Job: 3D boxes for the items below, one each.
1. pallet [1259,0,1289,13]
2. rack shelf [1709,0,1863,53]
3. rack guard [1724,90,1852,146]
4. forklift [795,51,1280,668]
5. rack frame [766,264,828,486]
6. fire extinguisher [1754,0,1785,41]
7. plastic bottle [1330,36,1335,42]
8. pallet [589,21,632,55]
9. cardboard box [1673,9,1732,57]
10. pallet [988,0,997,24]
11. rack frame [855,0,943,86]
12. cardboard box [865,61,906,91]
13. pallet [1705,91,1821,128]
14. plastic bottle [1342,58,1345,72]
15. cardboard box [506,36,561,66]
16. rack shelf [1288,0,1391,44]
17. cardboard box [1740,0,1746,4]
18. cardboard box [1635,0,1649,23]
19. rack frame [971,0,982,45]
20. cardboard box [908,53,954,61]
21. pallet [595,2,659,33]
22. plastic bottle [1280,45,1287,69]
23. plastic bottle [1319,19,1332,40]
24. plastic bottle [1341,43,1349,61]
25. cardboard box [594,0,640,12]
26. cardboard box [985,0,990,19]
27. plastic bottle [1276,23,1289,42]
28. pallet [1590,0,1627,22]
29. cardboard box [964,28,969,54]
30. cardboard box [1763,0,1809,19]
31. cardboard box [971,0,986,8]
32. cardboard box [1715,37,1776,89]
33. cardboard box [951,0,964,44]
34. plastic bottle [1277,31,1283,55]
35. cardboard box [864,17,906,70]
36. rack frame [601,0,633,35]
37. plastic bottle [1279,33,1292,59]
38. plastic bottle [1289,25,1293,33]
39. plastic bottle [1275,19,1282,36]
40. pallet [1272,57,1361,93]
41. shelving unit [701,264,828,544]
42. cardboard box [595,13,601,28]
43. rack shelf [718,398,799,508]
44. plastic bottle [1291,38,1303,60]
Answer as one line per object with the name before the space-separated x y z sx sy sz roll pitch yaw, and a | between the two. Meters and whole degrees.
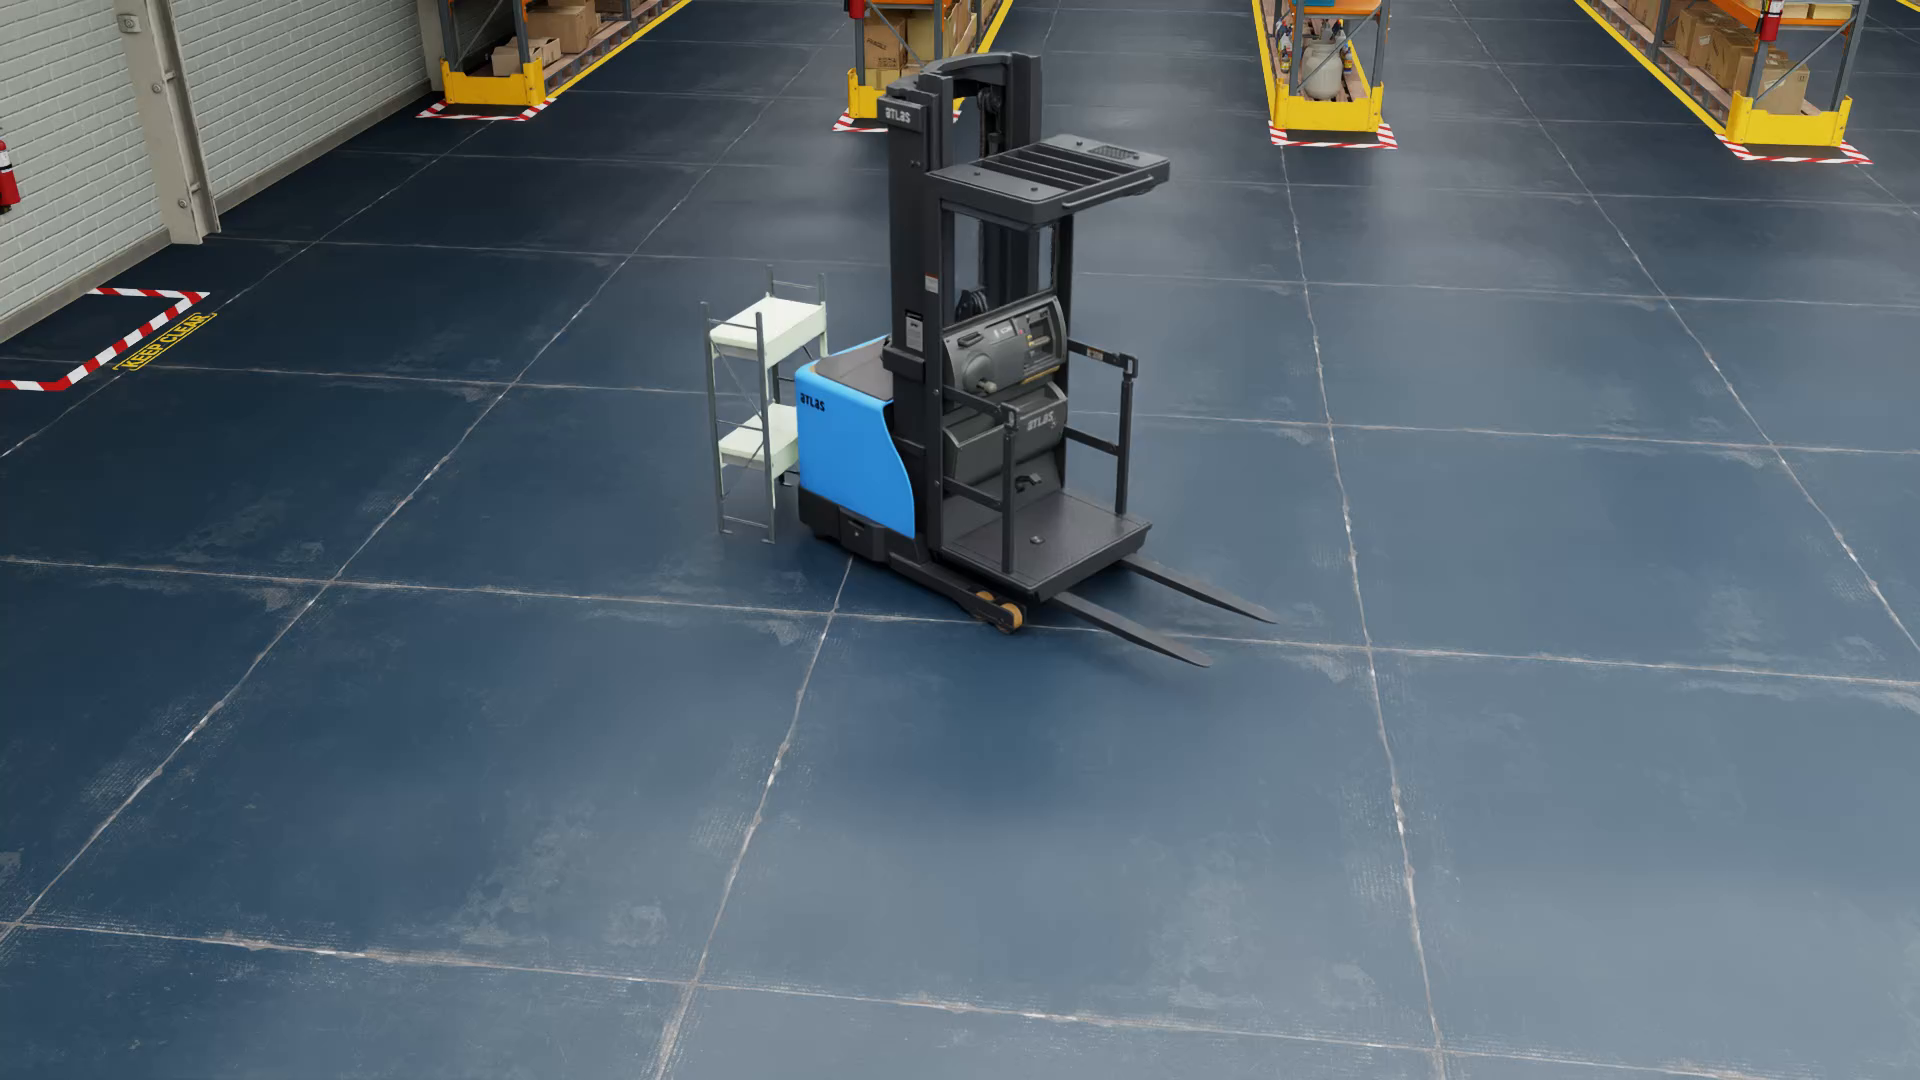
pallet | 5.063 -8.188 25.227 1.003 0.211 1.213 3 28 6
rack shelf | 9.377 -6.350 19.632 1.077 0.370 4.000 3 28 6
rack guard | 9.141 -4.660 18.373 1.175 0.500 0.348 3 28 6
forklift | 0.411 -1.050 9.108 3.031 2.935 1.130 24 37 38
rack frame | -1.008 -0.994 10.513 0.400 1.500 0.023 12 31 22
fire extinguisher | 8.661 -5.664 17.682 0.296 0.674 0.183 3 28 6
plastic bottle | 4.721 -6.261 21.109 0.061 0.283 0.133 3 28 6
pallet | -5.173 -6.926 22.882 1.003 0.211 1.213 3 28 6
cardboard box | 9.533 -6.506 21.357 0.500 0.500 0.500 3 28 5
pallet | -0.011 -7.883 24.659 1.003 0.211 1.213 3 28 6
rack frame | -0.699 -6.302 18.786 1.000 3.000 0.127 3 28 6
cardboard box | -0.927 -5.546 19.839 0.500 0.250 0.500 3 28 6
pallet | 9.276 -4.913 19.148 1.003 0.211 1.213 3 28 6
plastic bottle | 4.760 -5.859 20.448 0.097 0.201 0.097 0 28 0
cardboard box | -5.372 -6.187 20.943 0.500 0.311 0.500 6 29 10
rack shelf | 4.461 -6.637 20.166 1.077 0.370 4.000 3 28 6
cardboard box | 9.019 -6.116 18.704 0.380 0.149 0.250 3 28 6
cardboard box | 9.864 -7.476 23.135 0.700 0.500 0.500 1 28 2
rack frame | -0.209 -8.185 22.281 1.000 3.000 0.127 3 28 6
cardboard box | -0.355 -5.752 20.220 0.500 0.250 0.500 3 28 6
pallet | -5.032 -7.610 24.154 1.003 0.211 1.213 3 28 6
plastic bottle | 4.002 -5.957 20.544 0.061 0.283 0.133 4 29 7
plastic bottle | 4.770 -6.612 21.689 0.144 0.351 0.185 3 28 6
plastic bottle | 4.802 -6.049 20.728 0.097 0.271 0.097 0 28 0
cardboard box | -5.052 -7.912 23.945 0.700 0.500 0.500 4 29 8
cardboard box | 0.150 -7.576 23.605 0.500 0.250 0.500 4 29 7
plastic bottle | 4.220 -6.612 21.768 0.152 0.276 0.135 4 29 8
pallet | 10.015 -7.895 24.682 1.003 0.211 1.213 3 28 6
cardboard box | -0.167 -6.458 21.530 0.500 0.250 0.500 3 28 6
cardboard box | 8.962 -5.760 18.045 0.380 0.149 0.250 3 28 6
cardboard box | 0.089 -7.587 23.034 0.500 0.311 0.500 3 29 6
cardboard box | 9.360 -5.679 19.822 0.500 0.500 0.500 6 29 11
cardboard box | -0.226 -6.552 20.915 0.500 0.500 0.500 3 28 6
plastic bottle | 4.111 -6.373 21.318 0.061 0.283 0.133 5 29 8
cardboard box | -0.929 -5.877 19.661 0.500 0.500 0.500 3 28 6
rack frame | -5.126 -8.471 22.812 1.000 3.000 0.127 3 28 6
plastic bottle | 4.098 -6.191 20.908 0.144 0.351 0.185 5 29 8
plastic bottle | 4.339 -6.559 21.591 0.144 0.351 0.185 3 28 6
plastic bottle | 4.232 -6.764 22.055 0.097 0.271 0.097 0 28 0
pallet | 4.436 -5.778 20.753 1.003 0.211 1.213 3 28 6
shelving unit | -1.163 -0.836 10.221 0.431 1.500 0.755 12 31 22
cardboard box | -5.162 -7.164 22.909 0.380 0.166 0.250 0 28 0
rack shelf | -1.163 -0.549 10.375 0.431 0.370 0.720 12 31 22
plastic bottle | 4.271 -6.249 21.094 0.152 0.276 0.135 3 28 6
